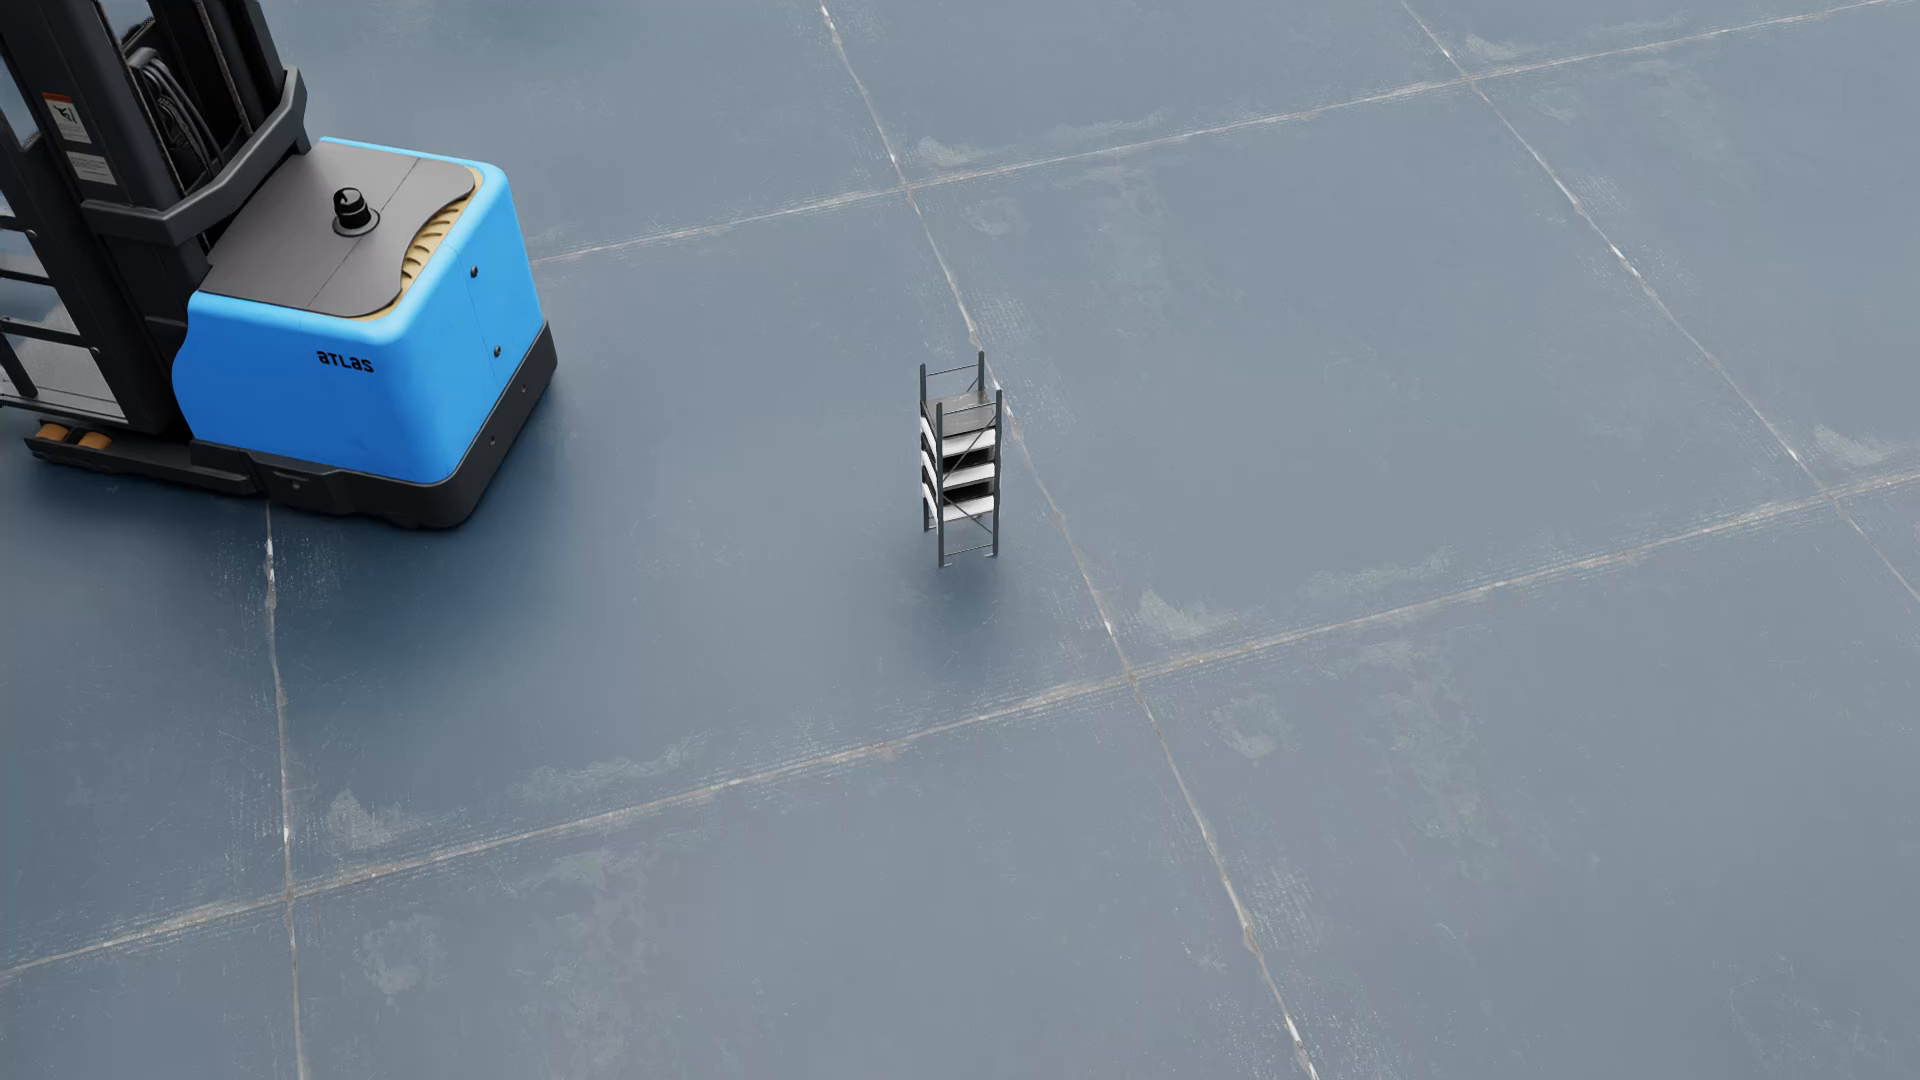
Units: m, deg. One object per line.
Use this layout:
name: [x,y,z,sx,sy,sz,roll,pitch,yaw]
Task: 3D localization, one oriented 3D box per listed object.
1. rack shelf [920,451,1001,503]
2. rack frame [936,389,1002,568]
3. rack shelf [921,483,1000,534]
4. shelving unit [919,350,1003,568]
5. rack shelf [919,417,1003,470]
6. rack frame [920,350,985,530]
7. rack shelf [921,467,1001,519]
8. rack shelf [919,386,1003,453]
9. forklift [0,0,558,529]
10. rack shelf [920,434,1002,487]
rack shelf: [0.002,-0.263,6.216,0.258,0.077,0.200,-13,51,-11]
rack frame: [0.032,-0.210,6.128,0.240,0.900,0.006,-13,51,-11]
rack shelf: [0.002,-0.147,6.354,0.258,0.077,0.200,-13,51,-11]
shelving unit: [0.002,-0.284,6.191,0.258,0.900,0.210,-13,51,-11]
rack shelf: [0.002,-0.379,6.078,0.258,0.077,0.200,-13,51,-11]
rack frame: [-0.028,-0.358,6.253,0.240,0.900,0.006,-13,51,-11]
rack shelf: [0.002,-0.205,6.285,0.258,0.077,0.200,-13,51,-11]
rack shelf: [0.002,-0.437,6.010,0.258,0.077,0.200,-13,51,-11]
forklift: [-3.286,-1.602,5.973,3.031,2.935,1.130,11,51,9]
rack shelf: [0.002,-0.321,6.147,0.258,0.077,0.200,-13,51,-11]
